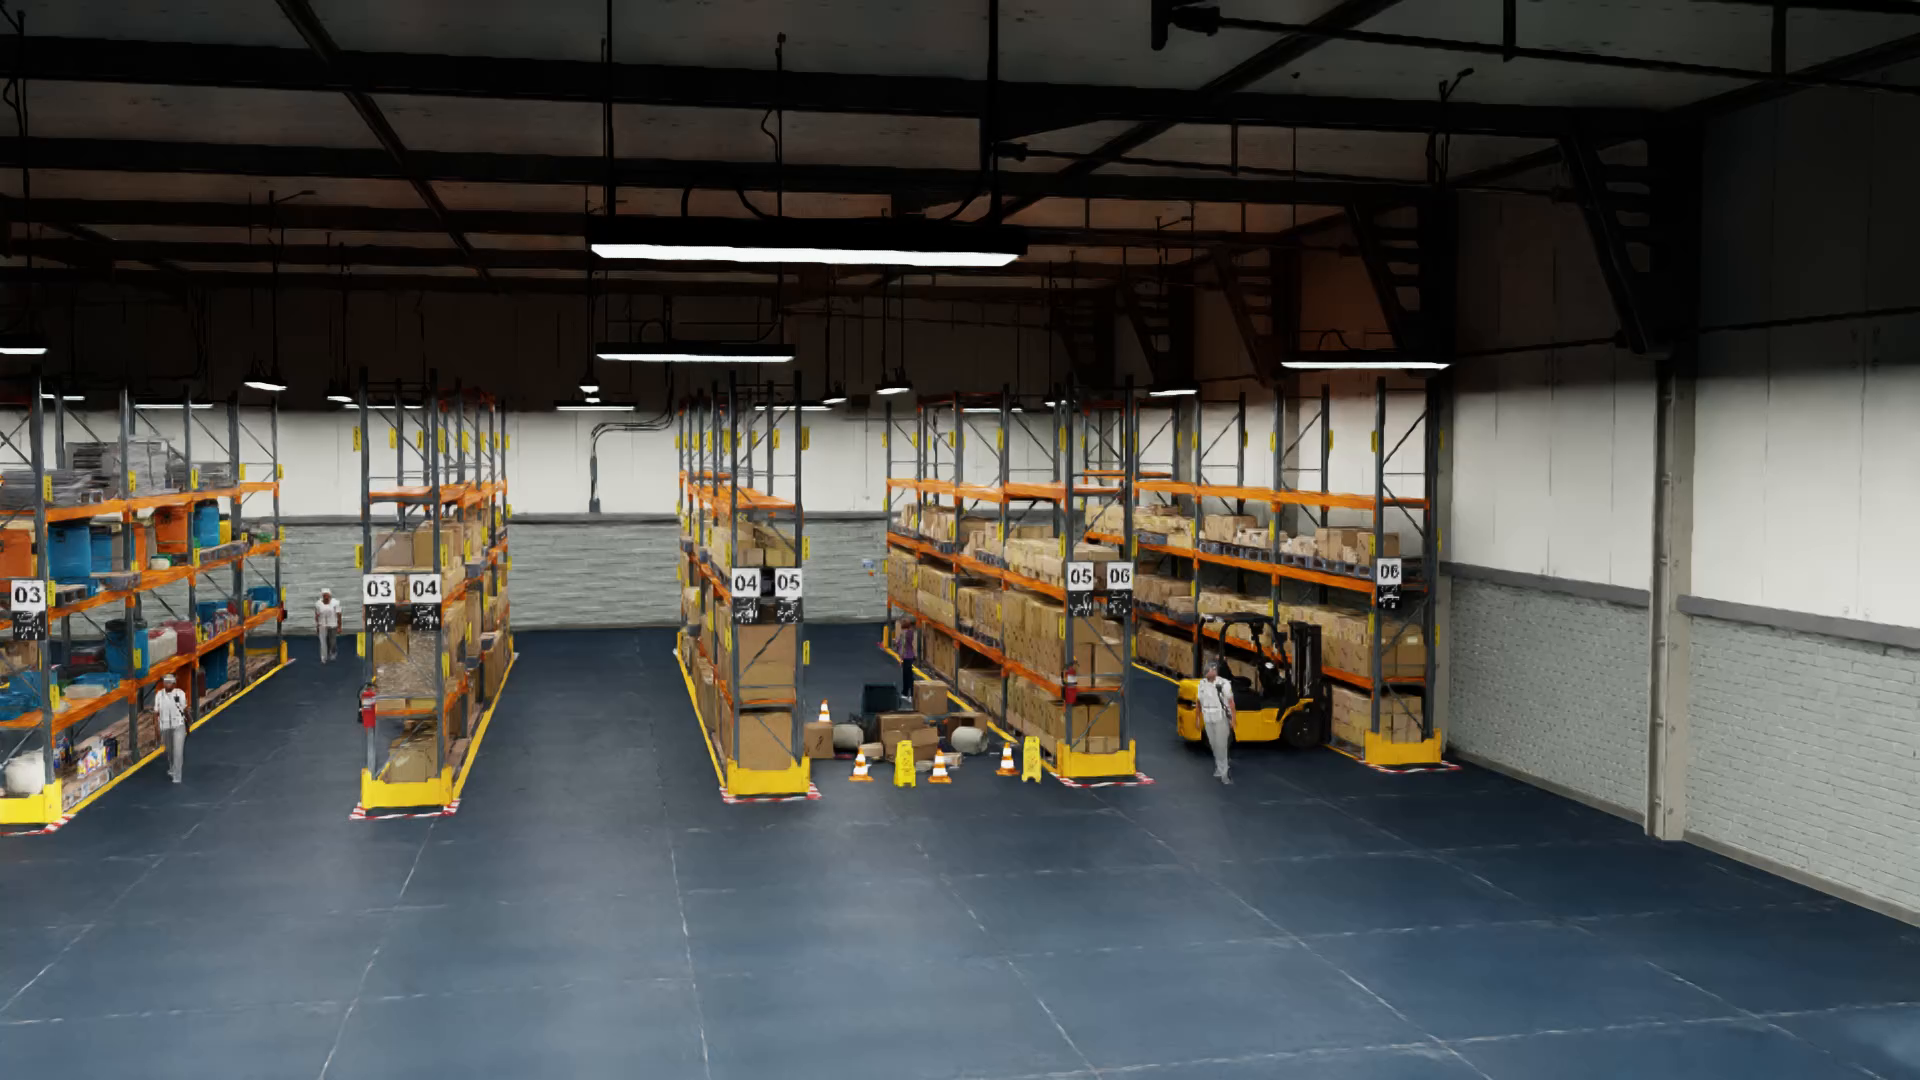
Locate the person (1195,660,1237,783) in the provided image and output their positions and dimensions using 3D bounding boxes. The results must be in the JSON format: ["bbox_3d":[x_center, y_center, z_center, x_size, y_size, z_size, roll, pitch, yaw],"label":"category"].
[{"bbox_3d":[3.818,2.671,24.672,0.640,1.800,0.540,3,4,39],"label":"person"}]

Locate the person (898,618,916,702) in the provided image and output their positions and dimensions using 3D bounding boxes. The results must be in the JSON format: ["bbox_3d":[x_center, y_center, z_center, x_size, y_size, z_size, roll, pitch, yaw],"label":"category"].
[{"bbox_3d":[-1.048,2.289,31.989,0.522,1.591,0.522,1,3,11],"label":"person"}]

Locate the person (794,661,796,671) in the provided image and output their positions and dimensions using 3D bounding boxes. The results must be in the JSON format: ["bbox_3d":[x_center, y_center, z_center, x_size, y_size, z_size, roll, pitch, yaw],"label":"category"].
[{"bbox_3d":[-3.727,2.001,36.132,0.569,1.668,0.560,1,4,20],"label":"person"}]

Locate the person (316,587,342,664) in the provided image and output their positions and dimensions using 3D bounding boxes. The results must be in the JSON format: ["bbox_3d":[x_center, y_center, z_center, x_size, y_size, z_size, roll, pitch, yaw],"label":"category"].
[{"bbox_3d":[-14.246,1.915,37.512,0.591,1.716,1.042,-1,3,-13],"label":"person"}]

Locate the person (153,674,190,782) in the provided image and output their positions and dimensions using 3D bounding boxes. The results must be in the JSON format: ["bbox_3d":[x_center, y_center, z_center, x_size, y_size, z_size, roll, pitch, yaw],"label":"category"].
[{"bbox_3d":[-11.602,2.732,24.451,0.455,1.587,1.088,-1,4,-14],"label":"person"}]
